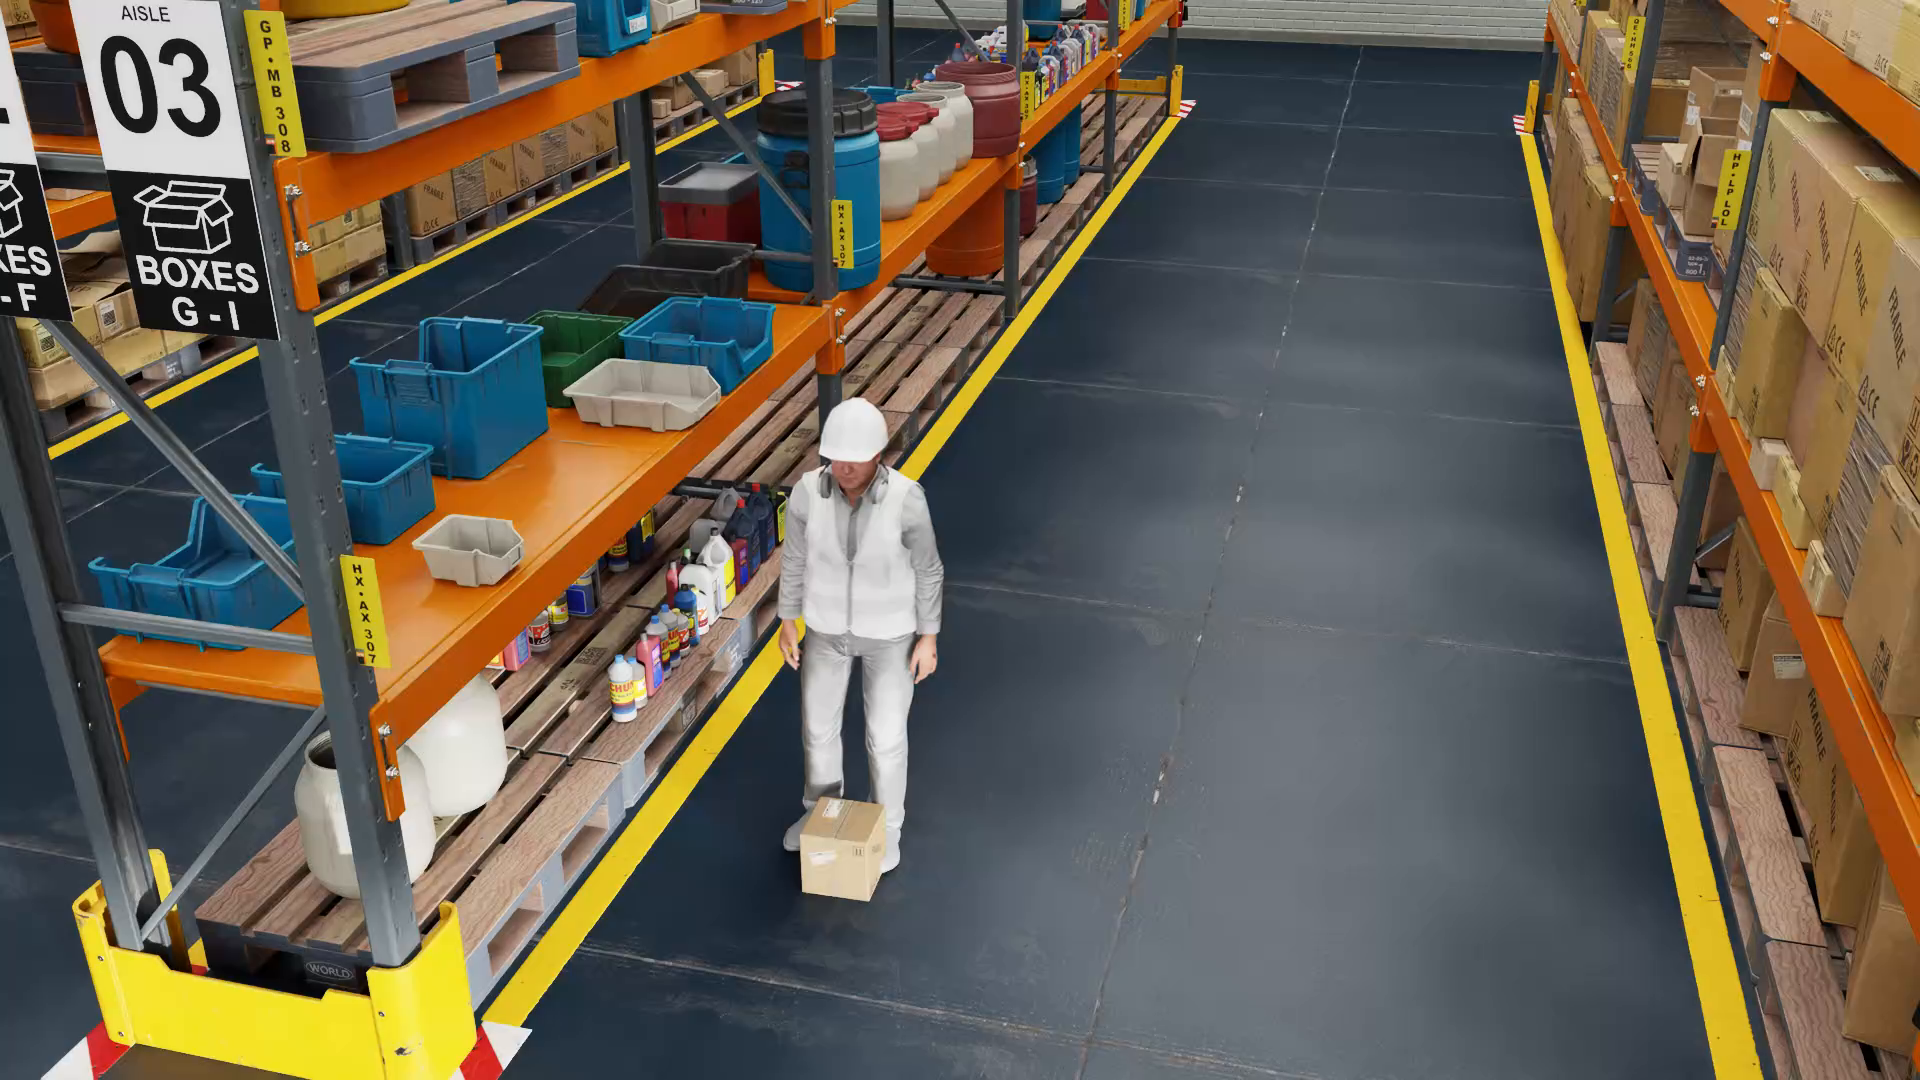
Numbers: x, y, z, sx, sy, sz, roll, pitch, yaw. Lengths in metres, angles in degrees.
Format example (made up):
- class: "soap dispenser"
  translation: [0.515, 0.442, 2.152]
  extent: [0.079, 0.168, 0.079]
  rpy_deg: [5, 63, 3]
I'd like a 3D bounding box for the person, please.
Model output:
- class: "person"
  translation: [-0.354, 0.319, 5.898]
  extent: [0.589, 1.772, 0.464]
  rpy_deg: [5, 26, 11]
